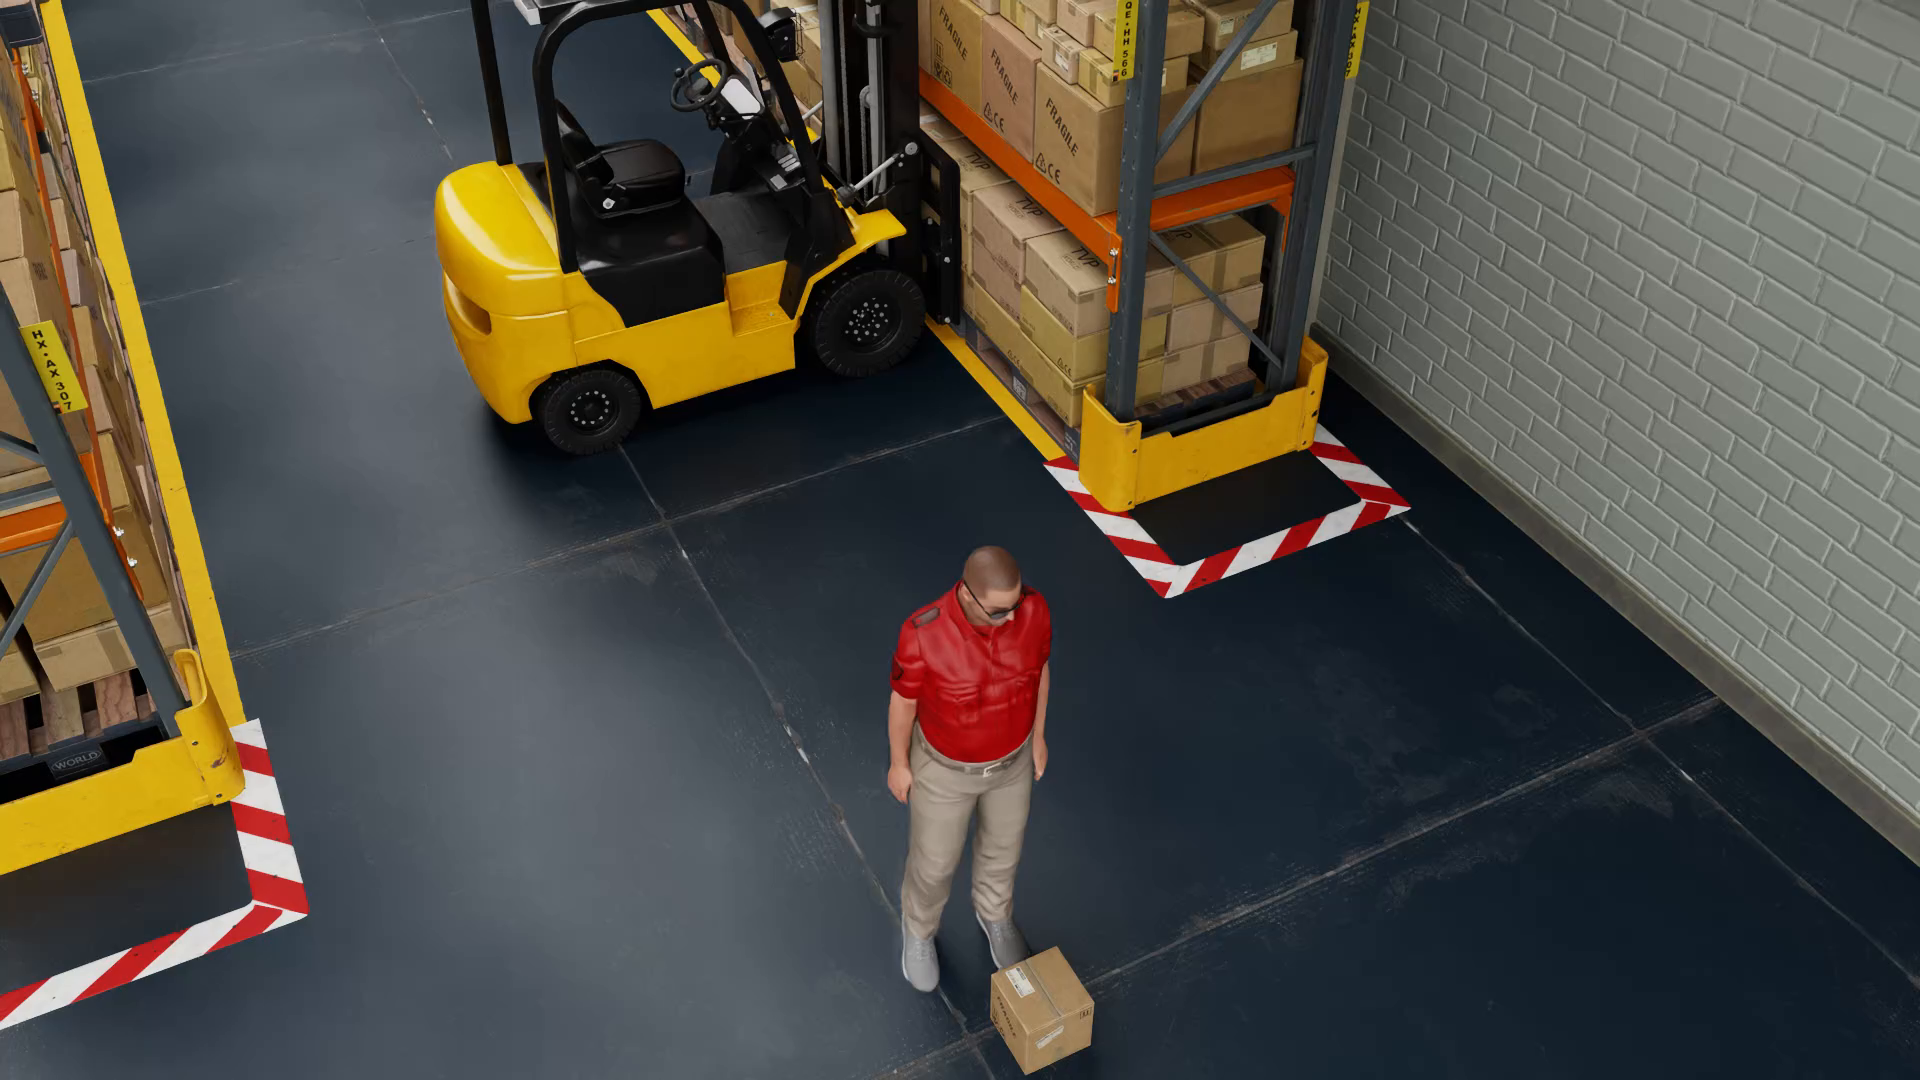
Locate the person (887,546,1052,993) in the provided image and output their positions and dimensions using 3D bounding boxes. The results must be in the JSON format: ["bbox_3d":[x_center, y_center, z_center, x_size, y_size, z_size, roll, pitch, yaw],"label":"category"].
[{"bbox_3d":[0.062,0.757,5.314,0.605,1.783,0.477,-19,44,-21],"label":"person"}]
